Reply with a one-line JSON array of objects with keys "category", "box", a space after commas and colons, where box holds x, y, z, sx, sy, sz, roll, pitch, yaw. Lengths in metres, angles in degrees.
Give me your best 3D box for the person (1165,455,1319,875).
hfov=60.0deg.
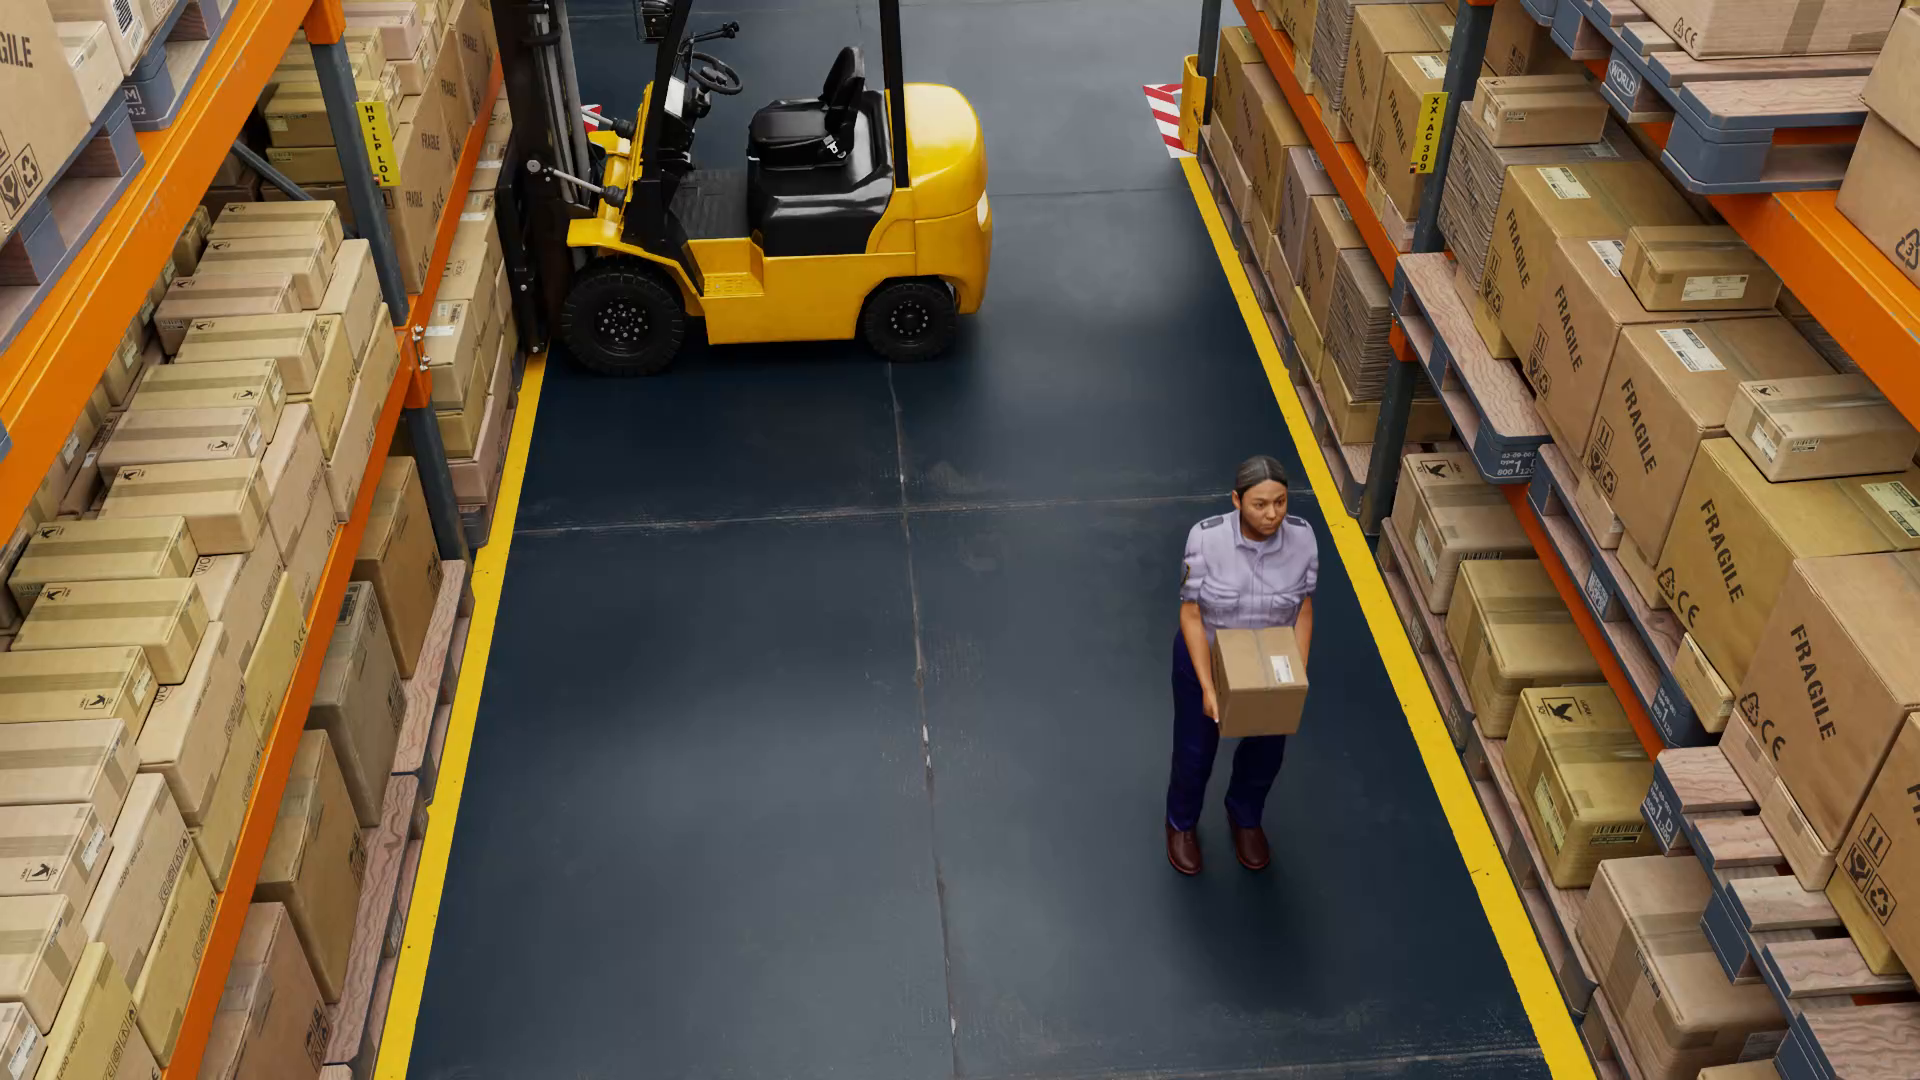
[{"category": "person", "box": [0.947, 0.477, 5.595, 0.452, 1.635, 0.525, -3, 39, -3]}]
